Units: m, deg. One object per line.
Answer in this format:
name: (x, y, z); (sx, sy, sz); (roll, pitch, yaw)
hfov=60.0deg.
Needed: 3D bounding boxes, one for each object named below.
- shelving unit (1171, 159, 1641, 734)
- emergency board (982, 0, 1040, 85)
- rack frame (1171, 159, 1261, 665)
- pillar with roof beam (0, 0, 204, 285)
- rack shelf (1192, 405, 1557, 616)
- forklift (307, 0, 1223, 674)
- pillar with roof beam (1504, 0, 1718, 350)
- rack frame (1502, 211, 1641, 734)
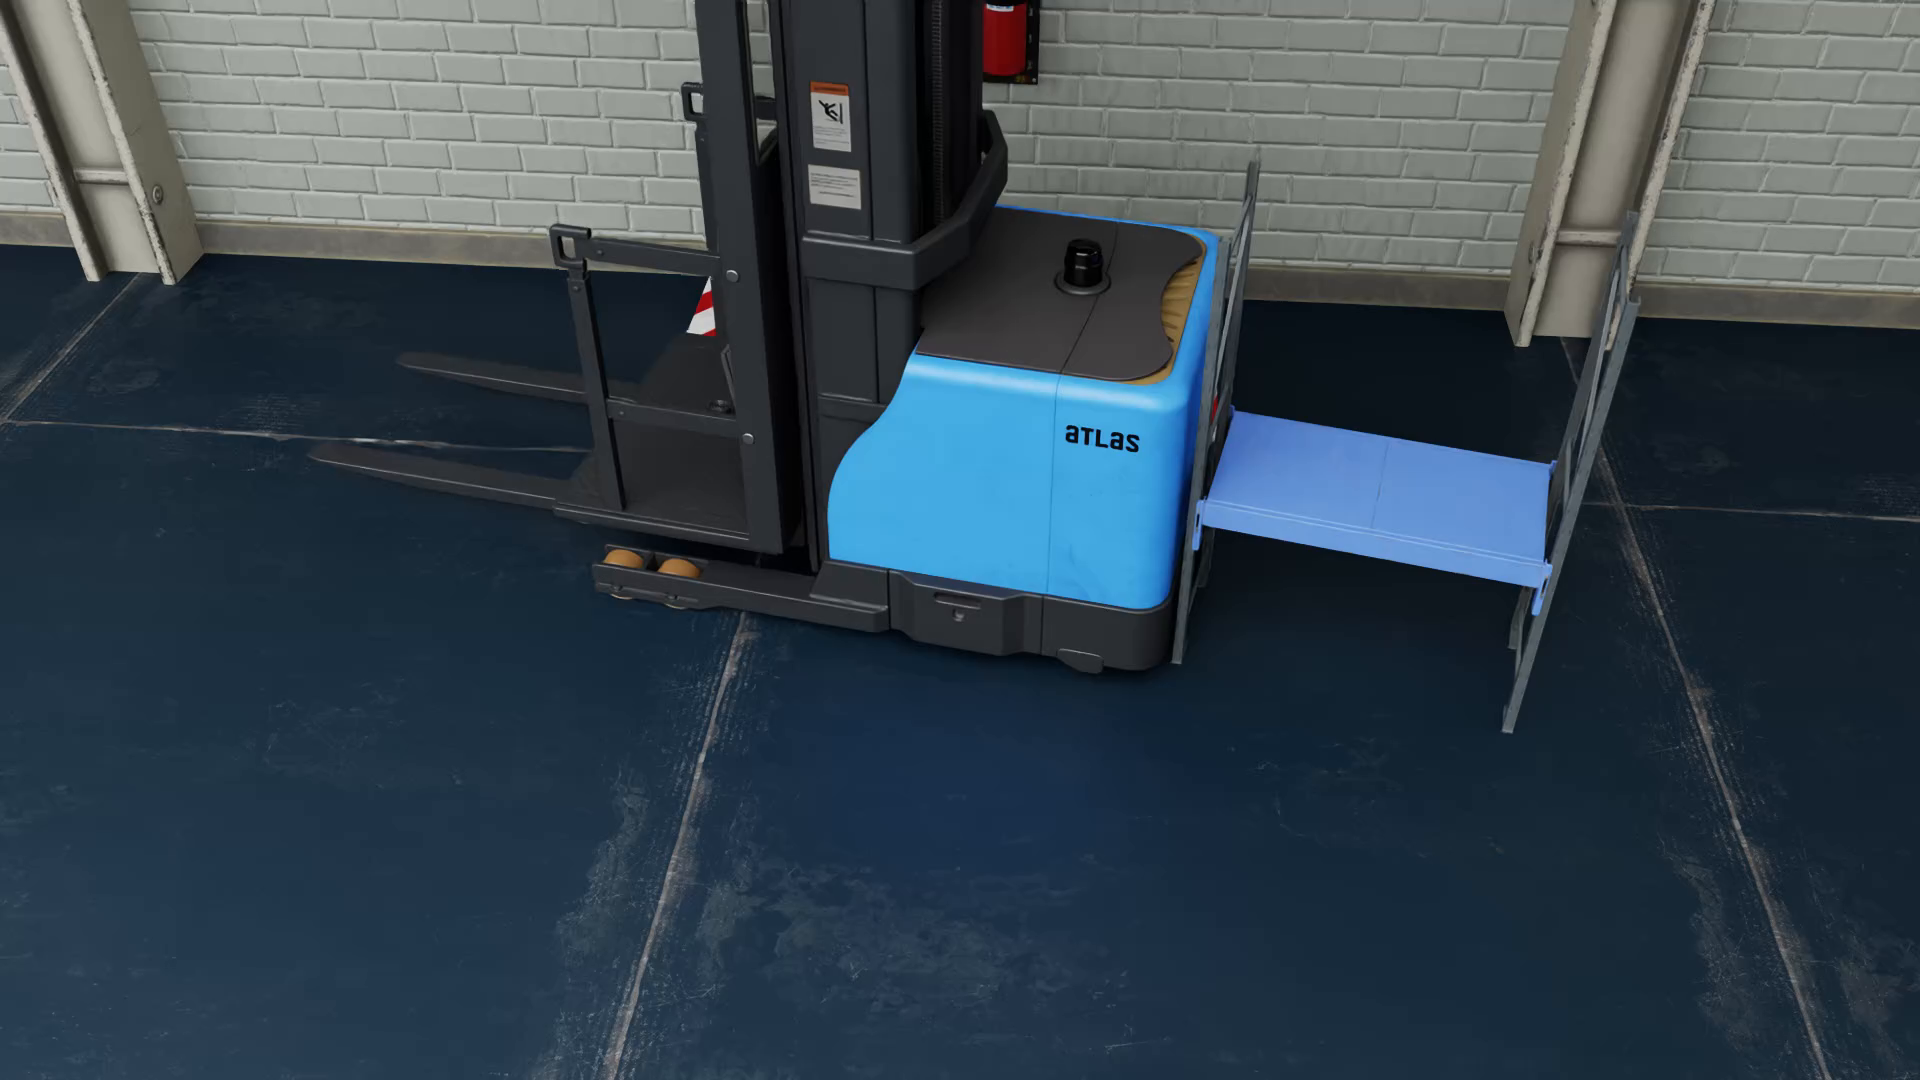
shelving unit: (1.245, -0.244, 4.861); (1.048, 1.500, 0.538); (11, 40, 13)
emergency board: (-0.008, -2.191, 6.066); (0.643, 1.169, 0.194); (3, 39, 4)
rack frame: (0.759, -0.339, 4.978); (0.032, 1.500, 0.500); (11, 40, 13)
pillar with roof beam: (-3.898, -1.979, 1.052); (0.400, 9.000, 9.100); (3, 39, 4)
rack shelf: (1.245, -0.104, 4.975); (1.000, 0.185, 0.538); (11, 40, 13)
forklift: (-0.716, -1.222, 4.929); (3.031, 2.935, 1.130); (9, 40, 11)
pillar with roof beam: (2.080, -1.652, 0.651); (0.400, 9.000, 9.100); (3, 39, 4)
rack frame: (1.730, -0.148, 4.744); (0.032, 1.500, 0.500); (11, 40, 13)
